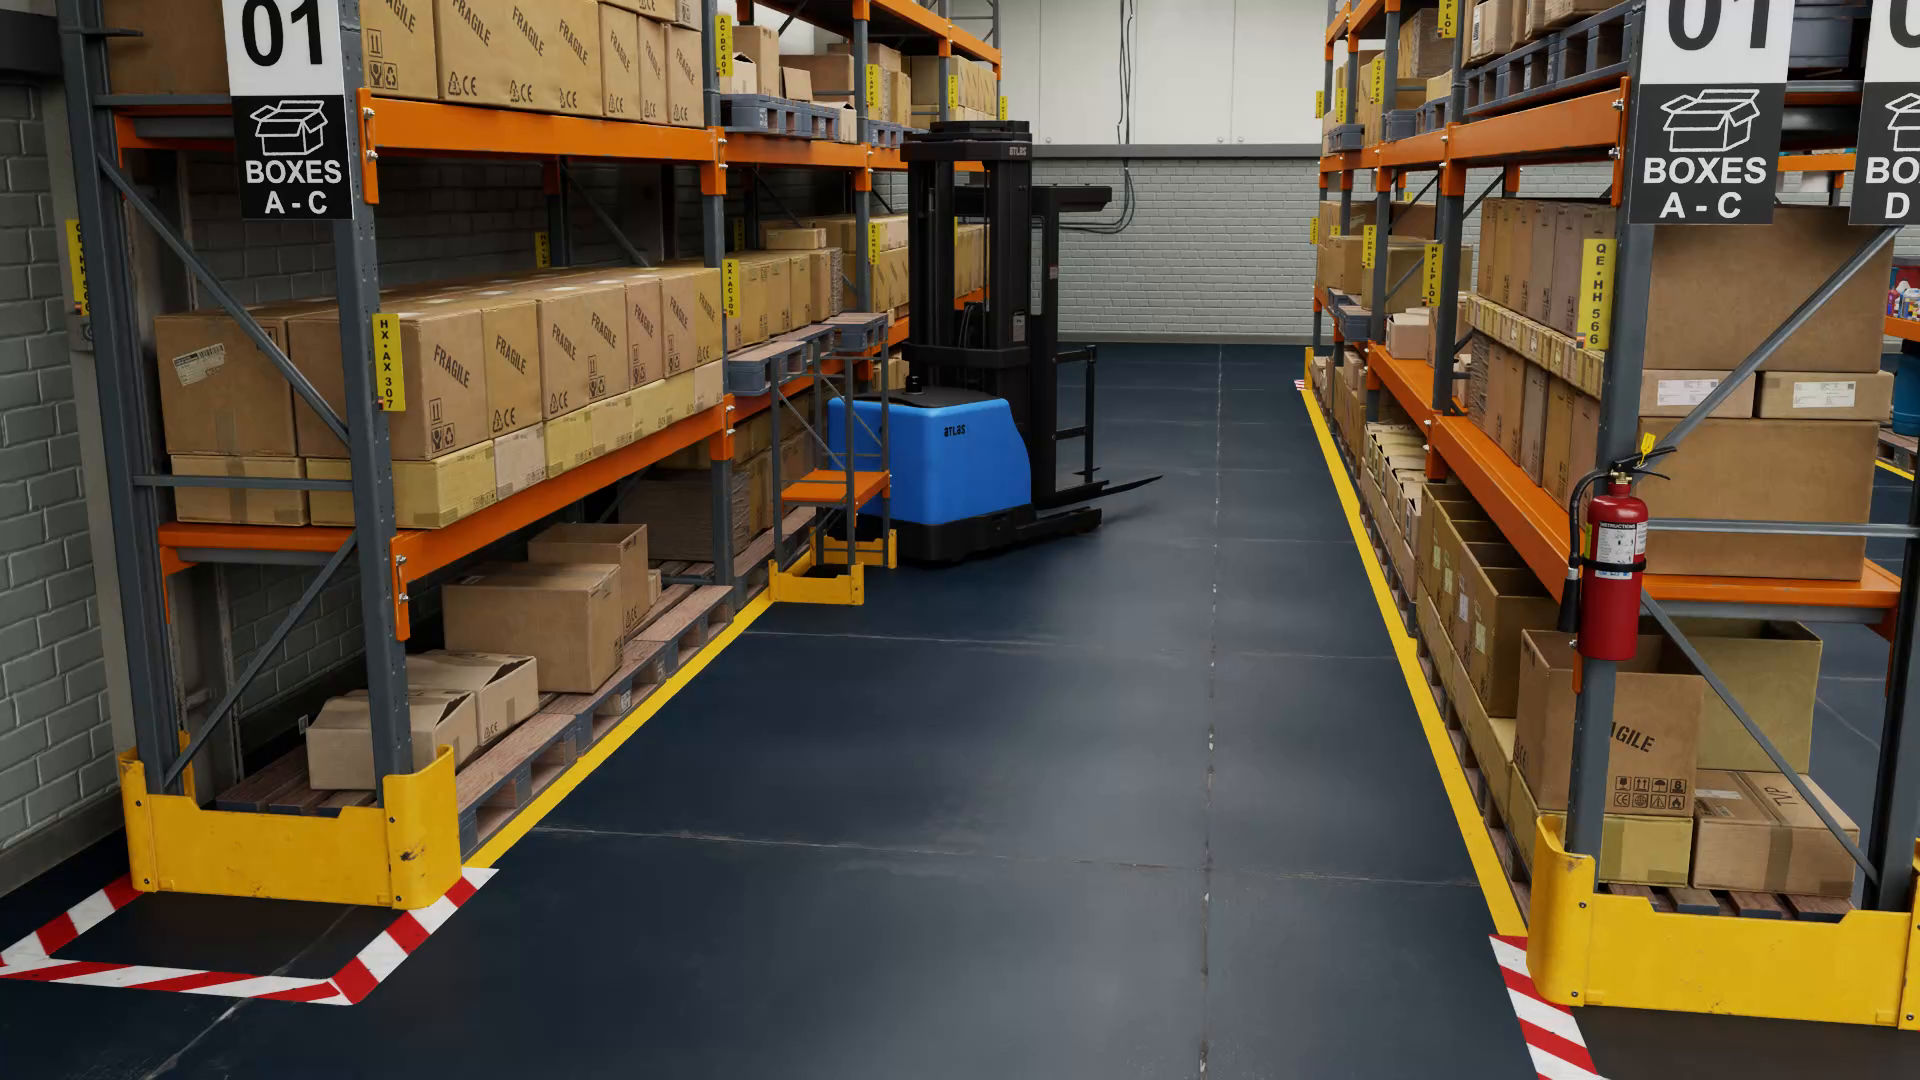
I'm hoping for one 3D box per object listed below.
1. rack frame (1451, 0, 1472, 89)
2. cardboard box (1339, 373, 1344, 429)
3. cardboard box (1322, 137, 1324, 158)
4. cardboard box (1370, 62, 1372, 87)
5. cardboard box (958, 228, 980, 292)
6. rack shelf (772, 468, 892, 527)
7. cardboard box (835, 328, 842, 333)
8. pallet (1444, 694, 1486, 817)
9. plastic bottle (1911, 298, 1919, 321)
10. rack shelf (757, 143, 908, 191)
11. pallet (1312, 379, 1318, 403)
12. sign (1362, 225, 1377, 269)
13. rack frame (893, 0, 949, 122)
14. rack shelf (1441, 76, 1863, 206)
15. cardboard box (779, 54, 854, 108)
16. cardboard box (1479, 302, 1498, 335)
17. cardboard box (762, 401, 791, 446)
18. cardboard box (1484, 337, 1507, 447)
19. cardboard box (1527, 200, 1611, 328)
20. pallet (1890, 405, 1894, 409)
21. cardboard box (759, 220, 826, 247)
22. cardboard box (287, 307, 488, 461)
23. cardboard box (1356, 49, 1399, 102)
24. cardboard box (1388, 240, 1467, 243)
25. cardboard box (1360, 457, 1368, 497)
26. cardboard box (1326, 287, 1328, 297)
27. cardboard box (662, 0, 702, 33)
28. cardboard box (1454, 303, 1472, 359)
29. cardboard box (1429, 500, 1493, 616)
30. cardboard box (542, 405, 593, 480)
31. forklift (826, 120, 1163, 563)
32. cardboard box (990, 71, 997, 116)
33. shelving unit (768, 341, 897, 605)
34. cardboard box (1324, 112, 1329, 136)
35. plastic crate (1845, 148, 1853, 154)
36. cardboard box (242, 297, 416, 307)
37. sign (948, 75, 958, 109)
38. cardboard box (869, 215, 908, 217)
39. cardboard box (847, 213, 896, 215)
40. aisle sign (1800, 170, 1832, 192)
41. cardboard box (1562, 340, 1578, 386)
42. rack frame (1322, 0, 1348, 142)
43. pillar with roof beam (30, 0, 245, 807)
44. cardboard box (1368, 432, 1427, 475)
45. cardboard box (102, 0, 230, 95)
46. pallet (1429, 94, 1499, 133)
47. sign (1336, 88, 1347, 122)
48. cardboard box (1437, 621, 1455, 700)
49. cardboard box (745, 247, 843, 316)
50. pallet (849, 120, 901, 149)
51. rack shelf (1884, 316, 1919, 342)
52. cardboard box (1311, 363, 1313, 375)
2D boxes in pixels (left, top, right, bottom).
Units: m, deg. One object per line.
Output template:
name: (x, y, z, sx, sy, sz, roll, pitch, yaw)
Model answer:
rack frame: (3.053, -3.796, 8.248, 1.000, 3.000, 0.127, 2, 12, 9)
cardboard box: (3.897, -1.318, 15.877, 0.500, 0.500, 0.500, 2, 12, 9)
cardboard box: (4.568, -4.656, 19.713, 0.500, 0.250, 0.500, 2, 12, 9)
cardboard box: (4.053, -4.056, 15.102, 0.600, 0.600, 0.600, 2, 12, 8)
cardboard box: (-0.293, -3.251, 19.247, 0.980, 0.700, 0.700, 1, 12, 6)
rack shelf: (-0.801, -0.279, 10.583, 0.538, 0.185, 1.000, 2, 12, 9)
cardboard box: (-0.948, -1.804, 13.792, 0.380, 0.149, 0.250, 2, 12, 8)
pallet: (2.704, 0.919, 7.230, 1.003, 0.211, 1.213, 2, 12, 9)
plastic bottle: (8.613, -2.067, 14.935, 0.097, 0.201, 0.097, 0, 12, 0)
rack shelf: (-0.920, -3.387, 15.176, 1.077, 0.370, 4.000, 2, 12, 9)
pallet: (4.765, -1.816, 19.921, 1.003, 0.211, 1.213, 2, 12, 9)
sign: (3.130, -2.239, 12.702, 0.100, 0.325, 0.005, 2, 12, 9)
rack frame: (-0.612, -5.621, 16.716, 1.000, 3.000, 0.127, 2, 12, 9)
rack shelf: (2.745, -1.562, 6.708, 1.077, 0.370, 4.000, 2, 12, 9)
cardboard box: (-1.211, -3.687, 13.580, 0.700, 0.500, 0.500, 1, 12, 4)
cardboard box: (2.744, -1.074, 8.078, 0.380, 0.149, 0.250, 2, 12, 7)
cardboard box: (-1.510, -0.840, 11.881, 0.500, 0.250, 0.500, 2, 12, 8)
cardboard box: (2.916, -0.710, 7.929, 0.700, 0.500, 0.500, 2, 12, 8)
cardboard box: (2.759, -1.141, 6.849, 0.700, 0.500, 0.500, 2, 12, 9)
pallet: (9.437, -1.413, 18.051, 1.003, 0.211, 1.213, 2, 12, 9)
cardboard box: (-1.414, -2.529, 13.839, 0.500, 0.250, 0.500, 2, 12, 10)
cardboard box: (-2.087, -0.583, 6.108, 0.500, 0.500, 0.500, 2, 12, 9)
cardboard box: (4.320, -4.635, 16.651, 0.700, 0.500, 0.500, 2, 12, 9)
cardboard box: (4.072, -2.413, 14.837, 0.700, 0.500, 0.500, -1, 12, -6)
cardboard box: (3.297, -0.458, 12.527, 0.500, 0.250, 0.500, 2, 12, 8)
cardboard box: (4.261, -2.904, 18.113, 0.500, 0.500, 0.500, 2, 12, 10)
cardboard box: (-1.652, -2.924, 8.662, 0.500, 0.500, 0.500, 1, 12, 4)
cardboard box: (3.268, -1.181, 10.118, 0.500, 0.500, 0.500, 3, 12, 13)
cardboard box: (2.603, 0.100, 8.161, 0.500, 0.500, 0.500, 2, 12, 9)
cardboard box: (-1.919, -0.433, 7.190, 0.500, 0.250, 0.500, 2, 12, 8)
forklift: (0.400, -1.533, 12.150, 1.130, 2.935, 3.031, 10, 16, 39)
cardboard box: (0.160, -5.374, 20.030, 0.500, 0.500, 0.500, 2, 12, 8)
shelving unit: (-0.800, -0.457, 10.554, 0.587, 1.500, 1.083, 2, 12, 9)
cardboard box: (4.478, -4.796, 19.179, 0.500, 0.250, 0.500, 2, 12, 9)
plastic crate: (9.002, -3.952, 16.488, 0.416, 0.233, 0.300, 2, 12, 9)
cardboard box: (-2.508, -0.703, 6.664, 0.500, 0.500, 0.500, 2, 12, 9)
sign: (-0.074, -4.546, 16.873, 0.100, 0.325, 0.005, 2, 12, 9)
cardboard box: (-0.598, -2.941, 15.751, 0.500, 0.250, 0.500, 2, 12, 10)
cardboard box: (-0.940, -3.172, 16.820, 0.500, 0.250, 0.500, 2, 12, 10)
aisle sign: (10.093, -4.476, 19.474, 0.394, 0.787, 0.004, 2, 12, 9)
cardboard box: (2.427, -0.643, 6.078, 0.380, 0.149, 0.250, 2, 12, 9)
rack frame: (4.898, -6.294, 19.839, 1.000, 3.000, 0.127, 2, 12, 9)
pillar with roof beam: (1.049, -3.157, 5.284, 9.100, 9.000, 0.400, 2, 12, 9)
cardboard box: (3.225, -0.622, 11.960, 0.500, 0.311, 0.500, 2, 12, 7)
cardboard box: (-2.644, -1.811, 5.870, 0.500, 0.500, 0.500, 3, 12, 13)
pallet: (3.176, -2.420, 9.438, 0.805, 0.209, 1.217, 1, 12, 6)
sign: (3.746, -4.264, 16.311, 0.100, 0.325, 0.005, 2, 12, 9)
cardboard box: (2.518, 0.570, 7.759, 0.500, 0.250, 0.500, 2, 12, 9)
cardboard box: (-1.290, -2.022, 12.972, 0.700, 0.500, 0.500, 0, 12, 2)
pallet: (-1.181, -3.366, 13.819, 1.213, 0.211, 1.003, 2, 12, 11)
rack shelf: (8.869, -1.600, 14.003, 1.077, 0.370, 4.000, 2, 12, 9)
cardboard box: (4.456, -2.063, 20.129, 0.380, 0.166, 0.250, 2, 12, 9)
